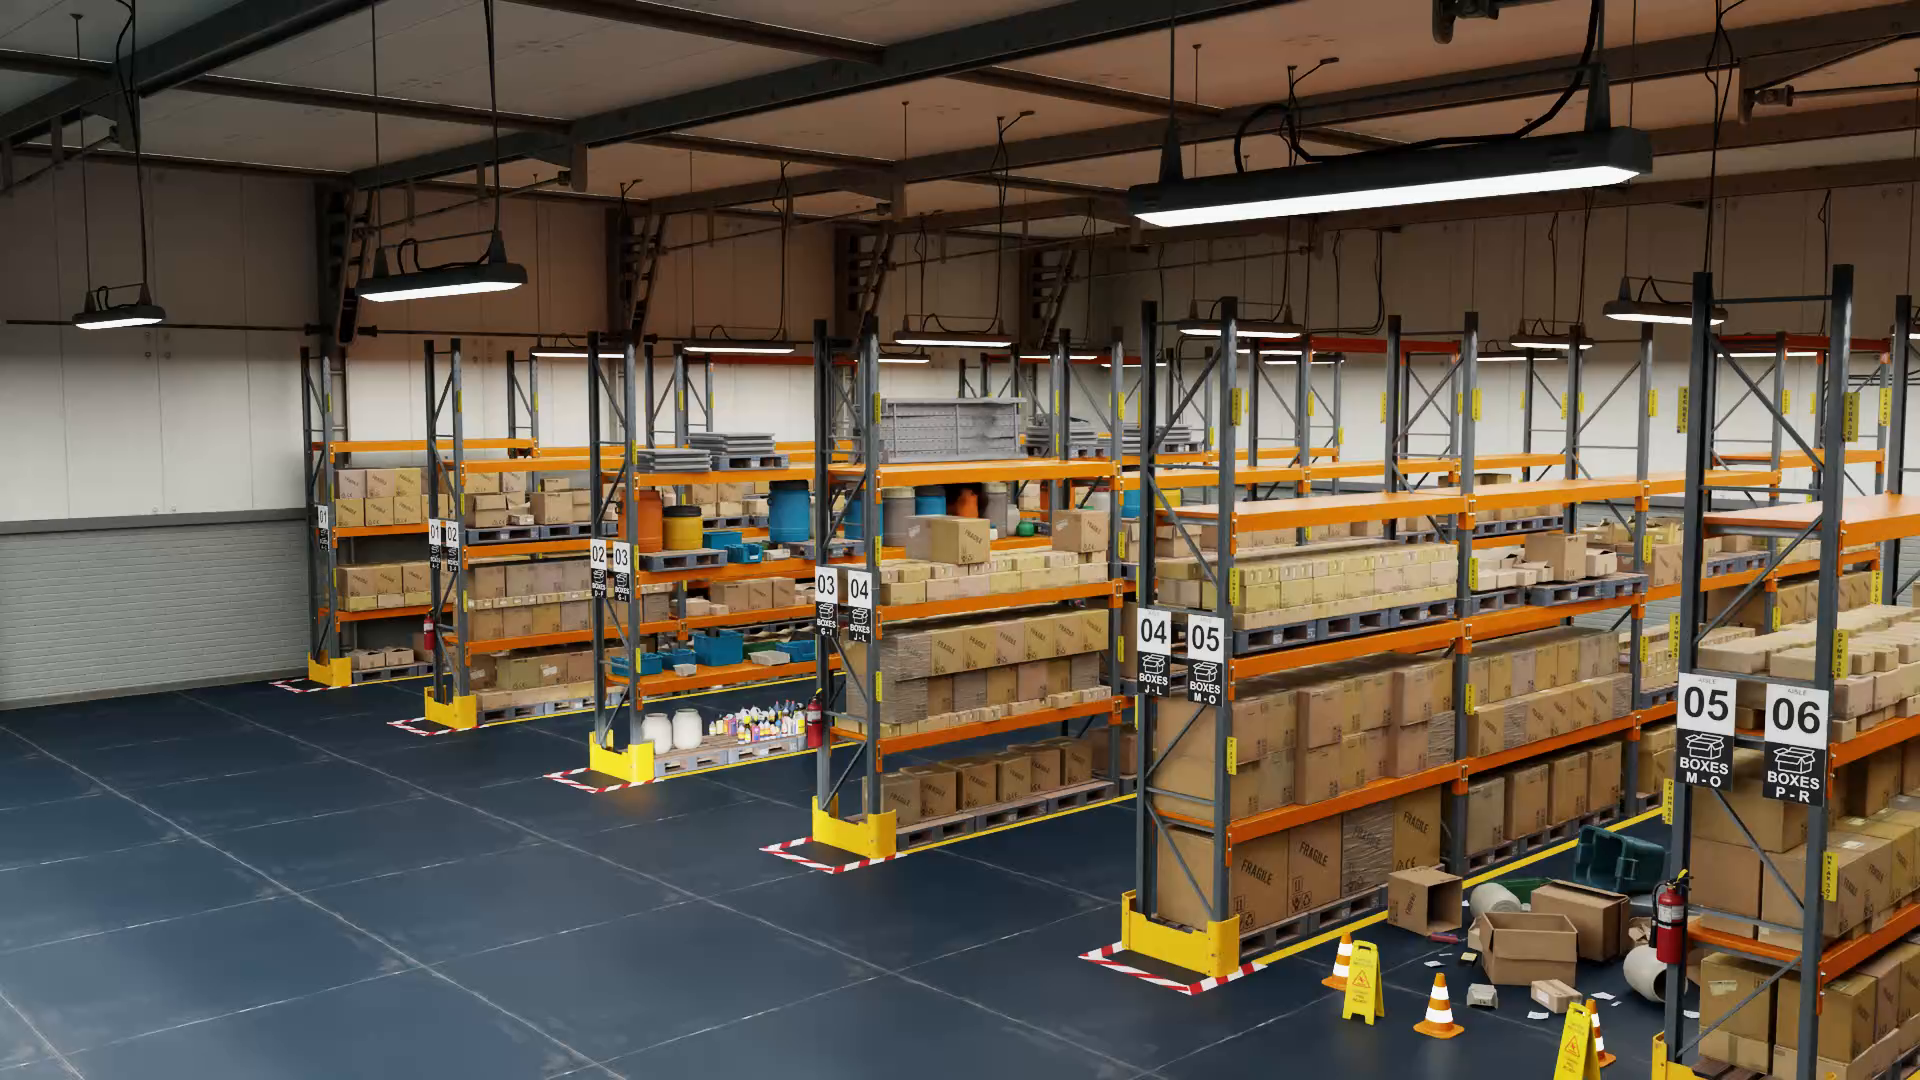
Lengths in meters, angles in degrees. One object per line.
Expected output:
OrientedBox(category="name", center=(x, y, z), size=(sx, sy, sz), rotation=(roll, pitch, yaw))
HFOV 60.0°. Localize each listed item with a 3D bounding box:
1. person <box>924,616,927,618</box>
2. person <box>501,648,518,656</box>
OrientedBox(category="person", center=(-0.447, 1.554, 28.899), size=(0.513, 1.556, 0.534), rotation=(-5, 7, -43))
OrientedBox(category="person", center=(-7.799, 1.720, 29.082), size=(0.694, 1.806, 0.899), rotation=(5, 7, 43))
